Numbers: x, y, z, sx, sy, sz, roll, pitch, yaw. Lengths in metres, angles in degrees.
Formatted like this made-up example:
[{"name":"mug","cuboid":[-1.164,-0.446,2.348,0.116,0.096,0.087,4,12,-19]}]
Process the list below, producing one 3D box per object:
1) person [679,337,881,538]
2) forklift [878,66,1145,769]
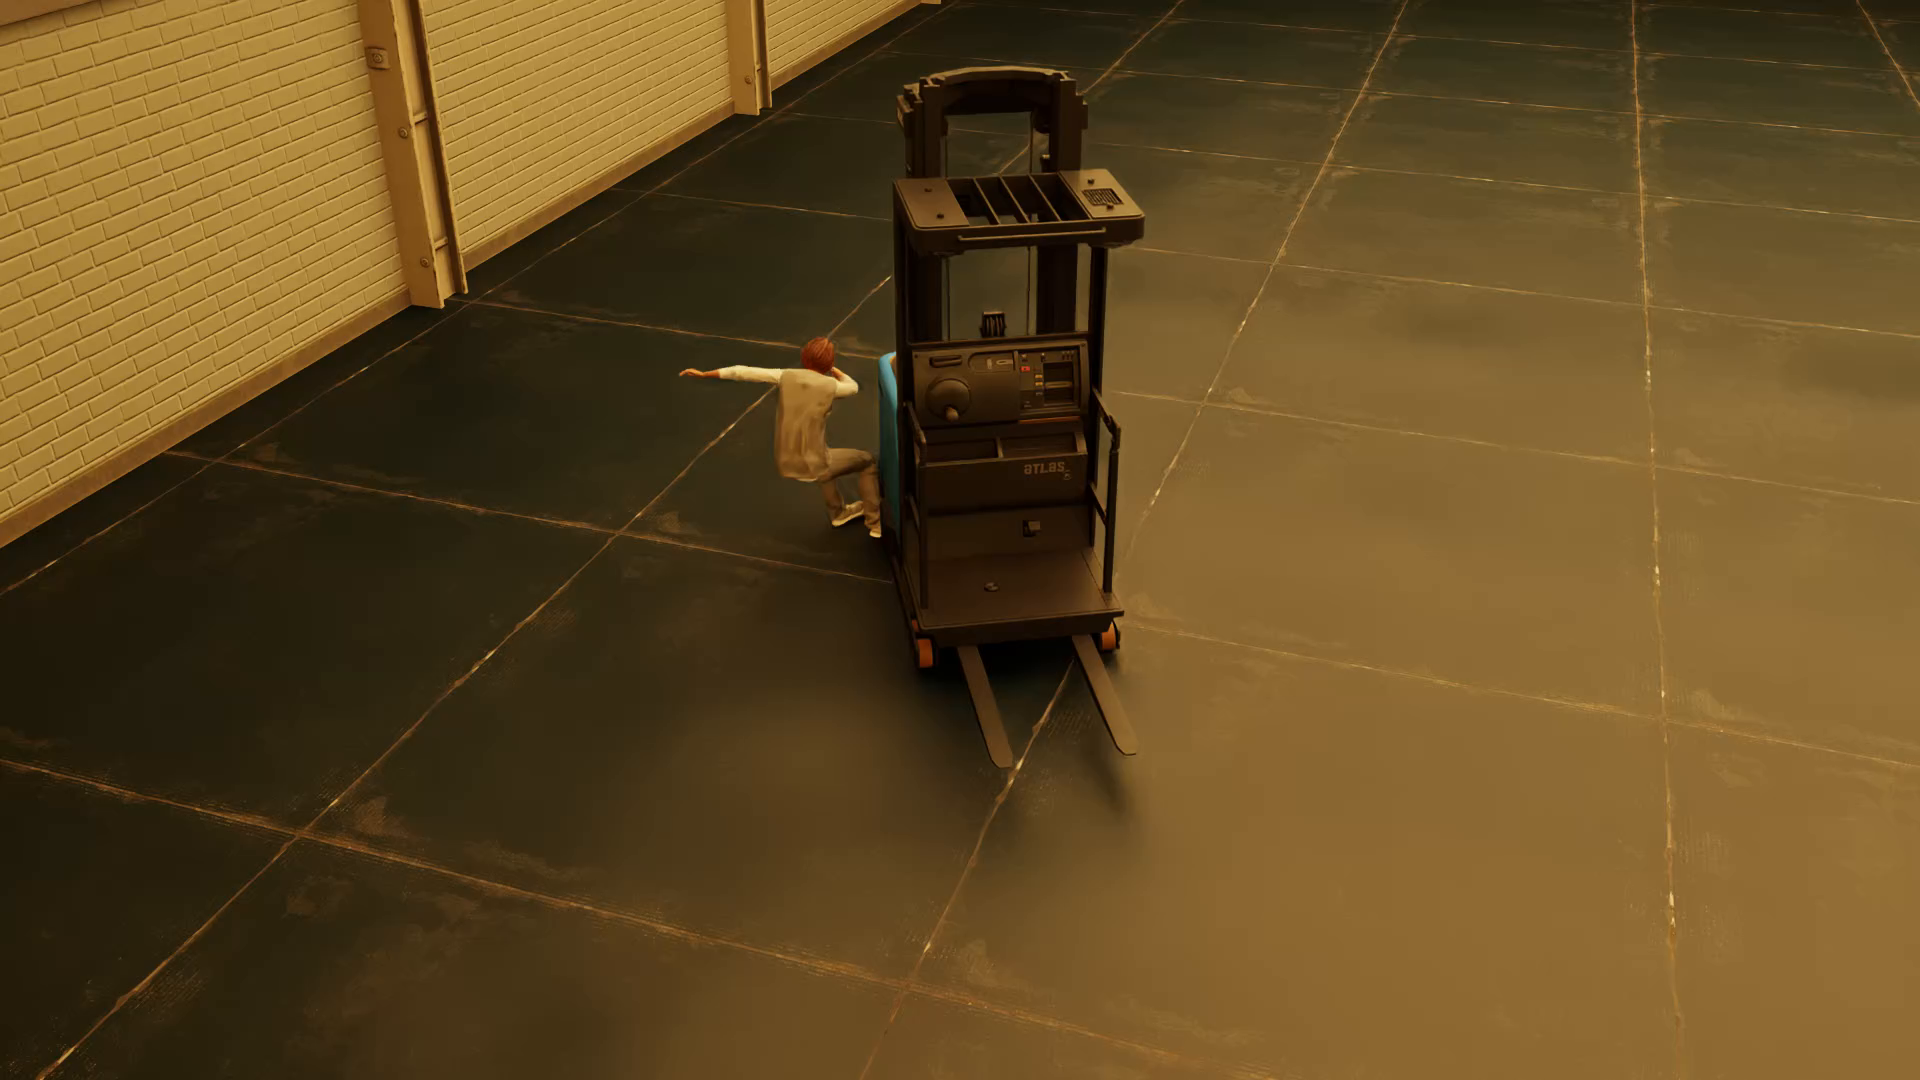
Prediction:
[{"name":"person","cuboid":[-0.971,-0.587,9.877,1.218,1.281,0.639,9,31,15]},{"name":"forklift","cuboid":[0.253,-0.780,8.504,1.130,2.935,3.031,-5,30,-8]}]
